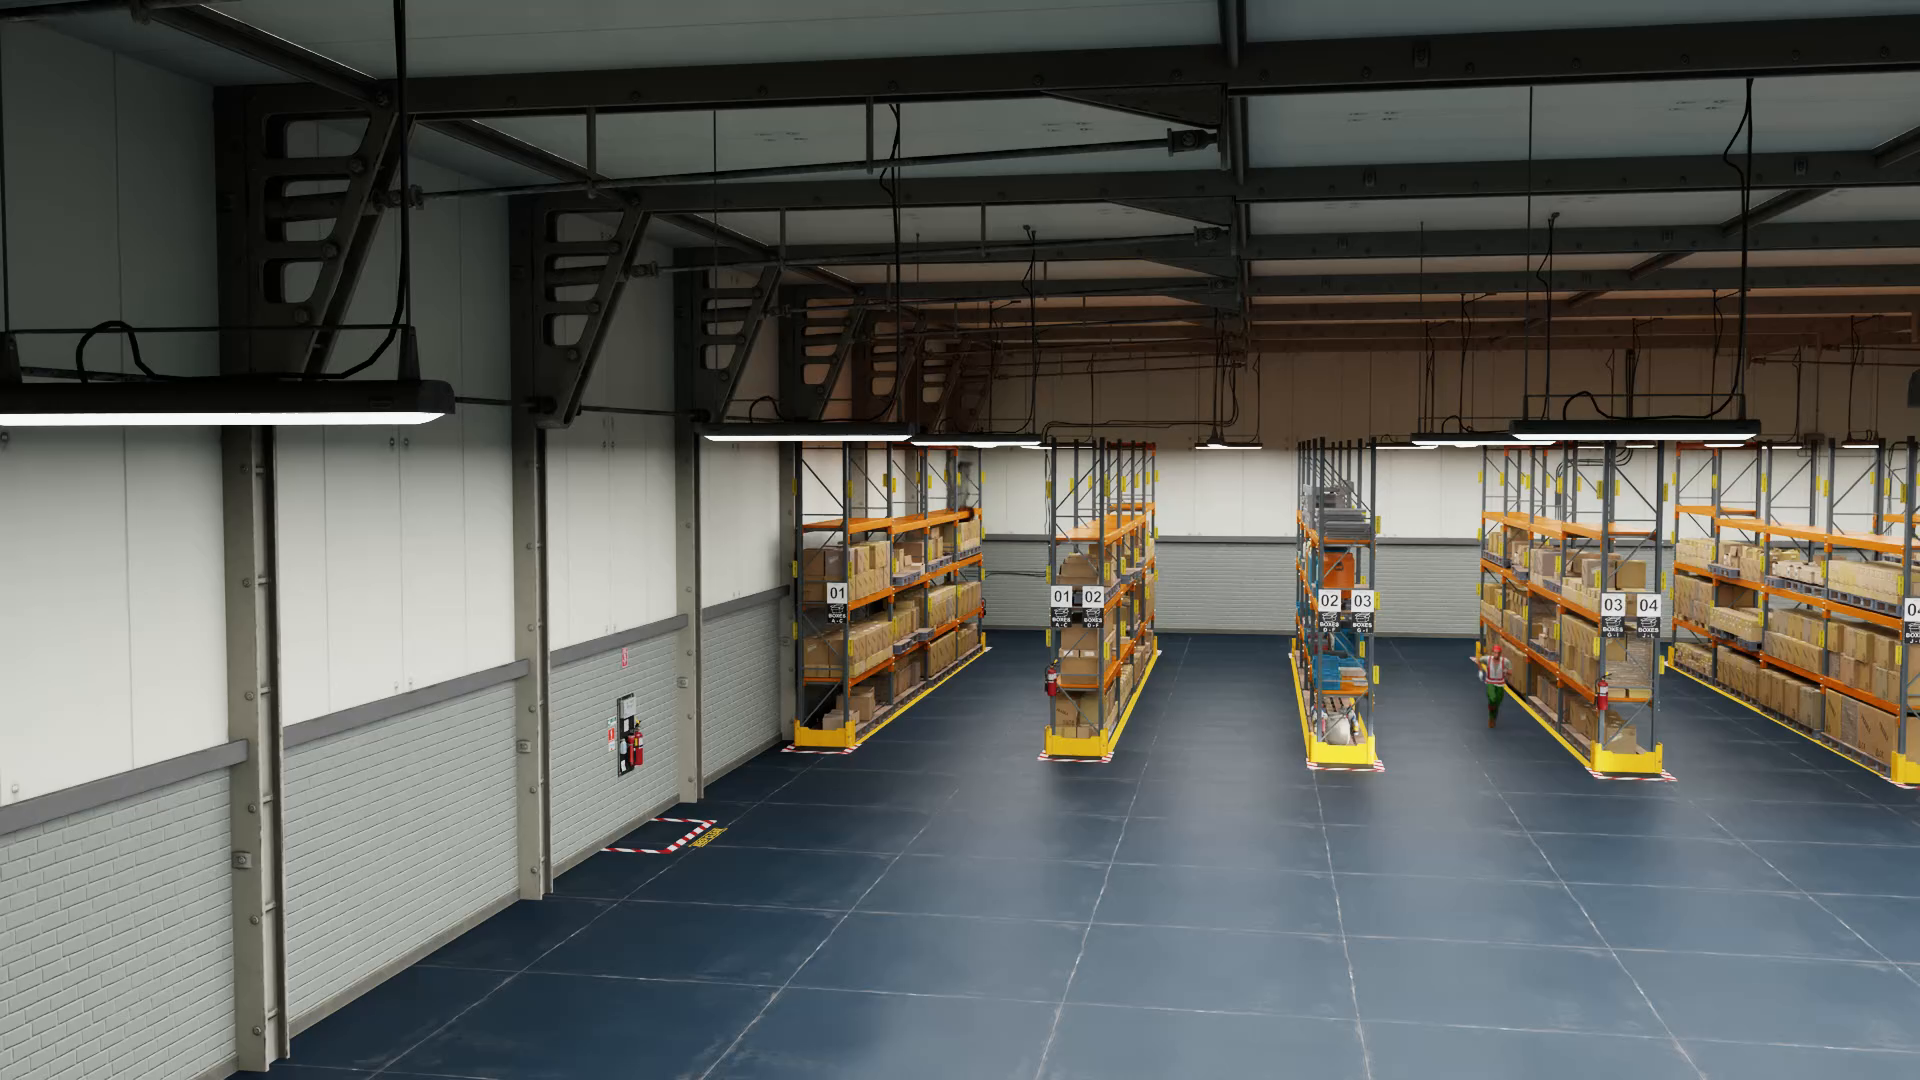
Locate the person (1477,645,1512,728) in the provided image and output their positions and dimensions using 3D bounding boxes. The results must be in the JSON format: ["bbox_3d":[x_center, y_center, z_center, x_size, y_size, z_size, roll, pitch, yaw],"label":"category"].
[{"bbox_3d":[11.075,3.018,34.430,0.643,1.722,0.923,0,3,7],"label":"person"}]

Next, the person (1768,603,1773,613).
[{"bbox_3d":[21.162,2.559,43.560,0.674,1.823,0.836,0,3,5],"label":"person"}]
